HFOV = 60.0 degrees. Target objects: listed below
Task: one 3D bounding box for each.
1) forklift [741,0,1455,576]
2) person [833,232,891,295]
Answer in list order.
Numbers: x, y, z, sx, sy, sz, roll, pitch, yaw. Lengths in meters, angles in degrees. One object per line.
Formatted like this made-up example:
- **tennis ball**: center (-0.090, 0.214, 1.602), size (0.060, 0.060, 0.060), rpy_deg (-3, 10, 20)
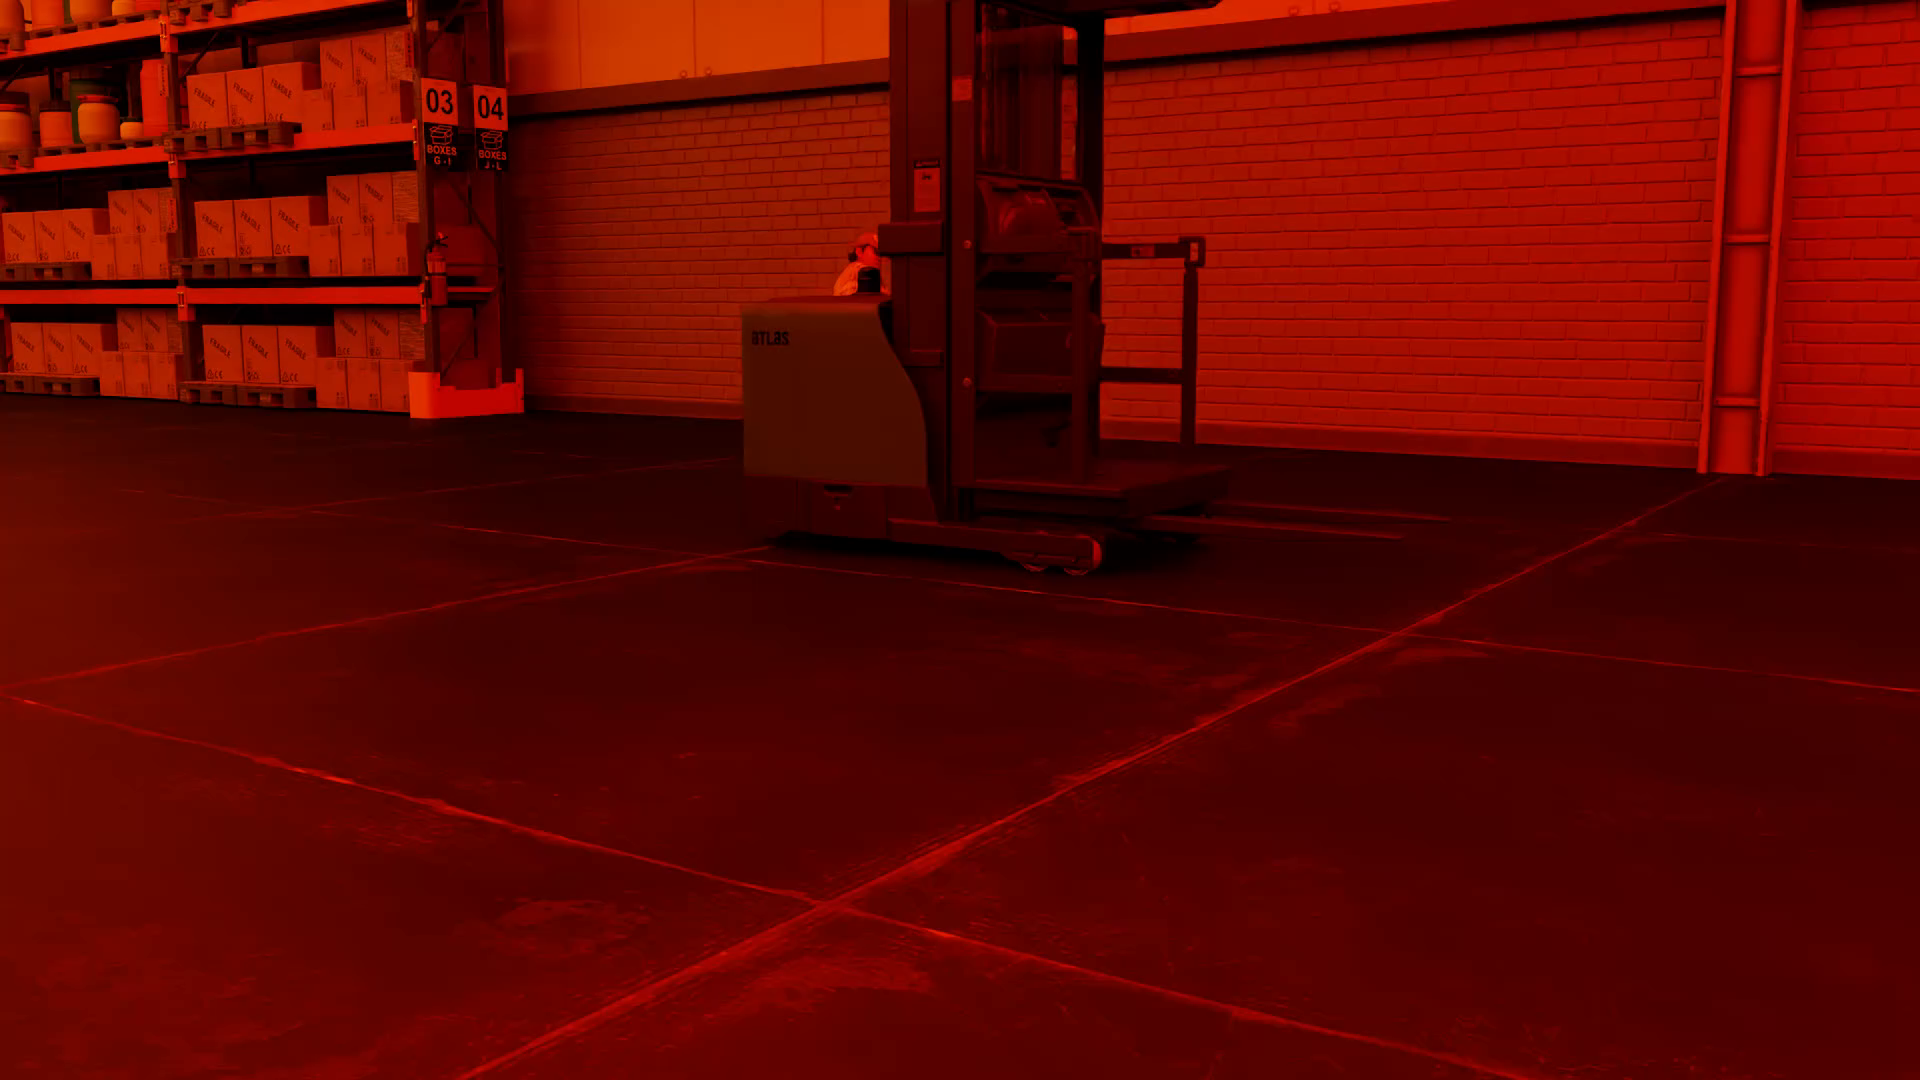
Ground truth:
- **forklift**: center (0.519, -1.391, 6.977), size (3.031, 2.935, 1.130), rpy_deg (5, 10, 33)
- **person**: center (-0.468, -1.106, 10.114), size (0.706, 1.514, 0.755), rpy_deg (7, 10, 39)
